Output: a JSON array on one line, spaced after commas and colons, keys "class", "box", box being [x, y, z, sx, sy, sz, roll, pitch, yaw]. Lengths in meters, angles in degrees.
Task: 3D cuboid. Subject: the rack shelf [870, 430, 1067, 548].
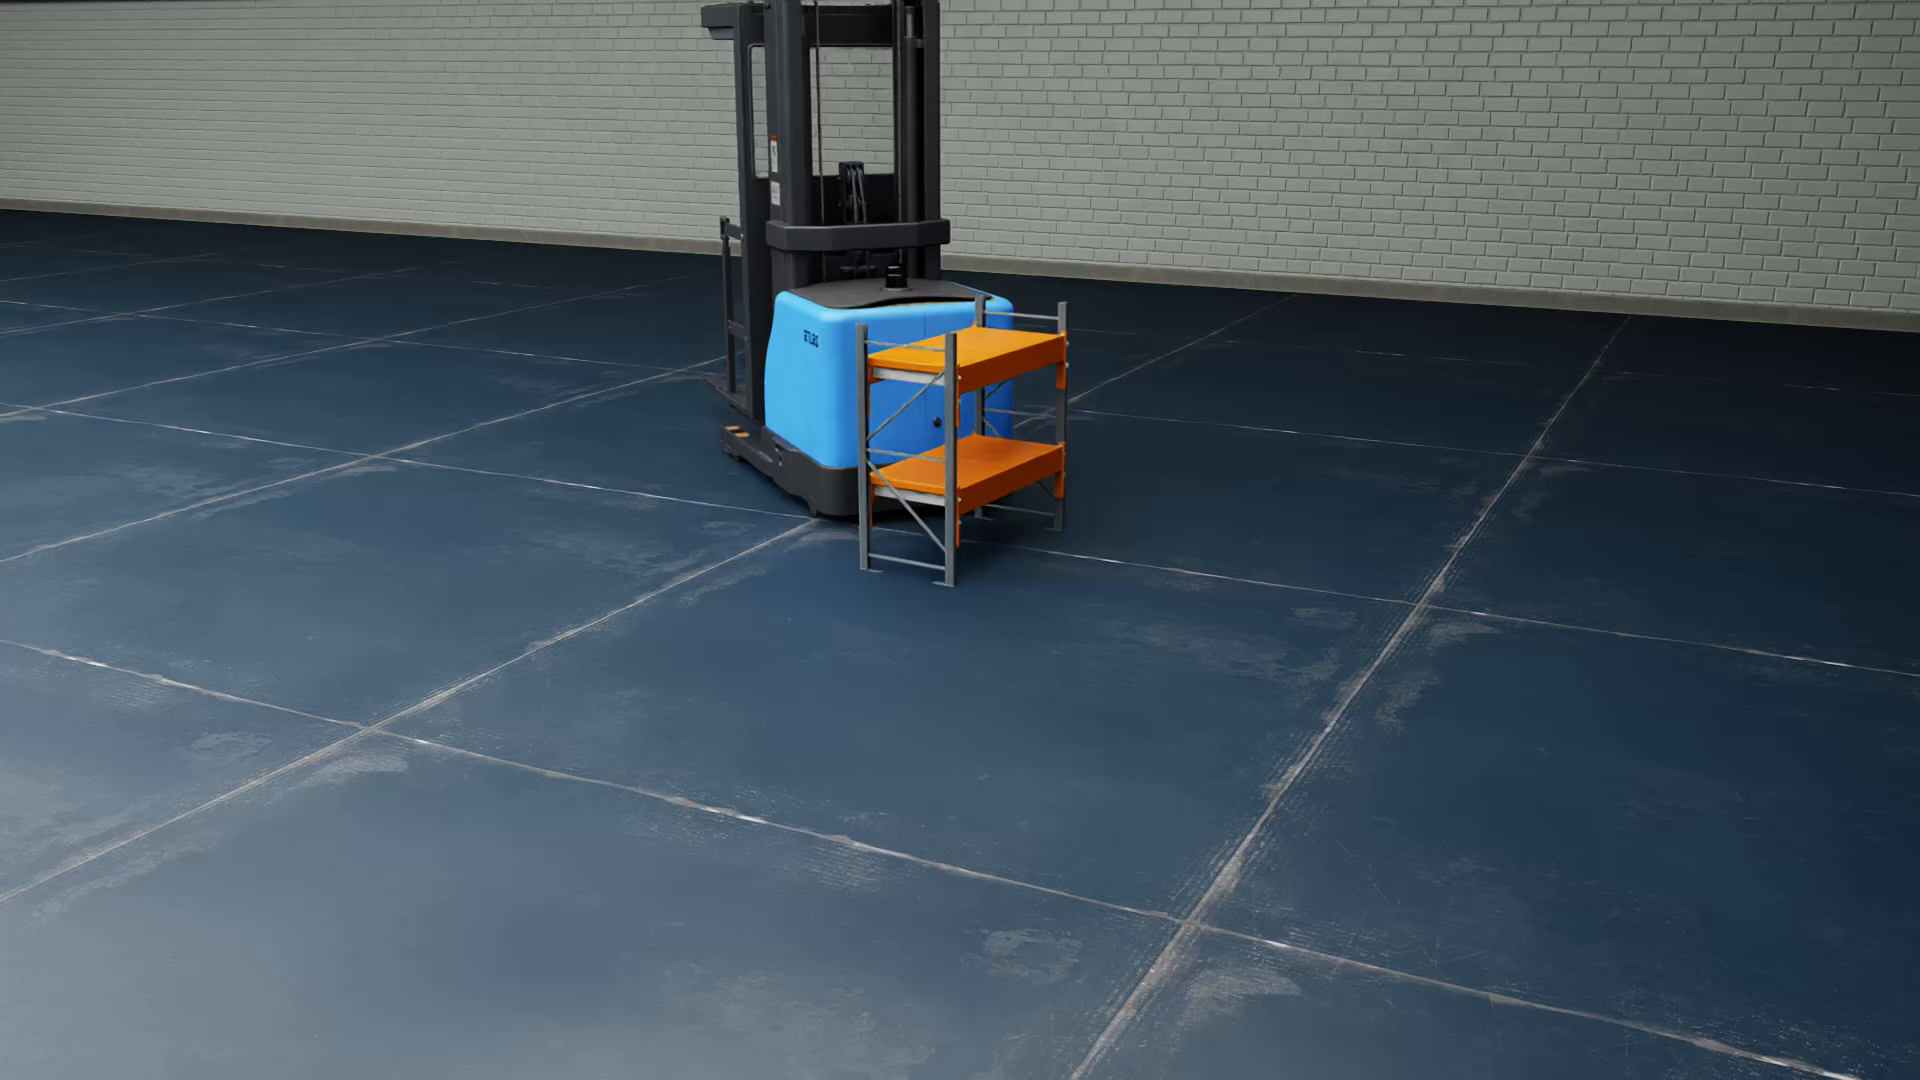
[{"class": "rack shelf", "box": [0.030, -0.257, 7.772, 0.538, 0.278, 1.000, 10, 19, 30]}]

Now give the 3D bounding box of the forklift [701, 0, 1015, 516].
[{"class": "forklift", "box": [-0.763, -1.900, 9.272, 1.130, 2.935, 3.031, -7, 18, -22]}]

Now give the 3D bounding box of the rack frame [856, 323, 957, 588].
[{"class": "rack frame", "box": [-0.234, -0.367, 7.286, 0.500, 1.125, 0.032, 10, 19, 30]}]

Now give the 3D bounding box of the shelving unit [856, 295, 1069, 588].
[{"class": "shelving unit", "box": [0.030, -0.491, 7.702, 0.538, 1.125, 1.048, 10, 19, 30]}]

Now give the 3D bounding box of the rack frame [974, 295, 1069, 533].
[{"class": "rack frame", "box": [0.294, -0.615, 8.119, 0.500, 1.125, 0.032, 10, 19, 30]}]

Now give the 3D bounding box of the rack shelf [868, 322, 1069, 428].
[{"class": "rack shelf", "box": [0.030, -0.772, 7.619, 0.538, 0.278, 1.000, 10, 19, 30]}]
